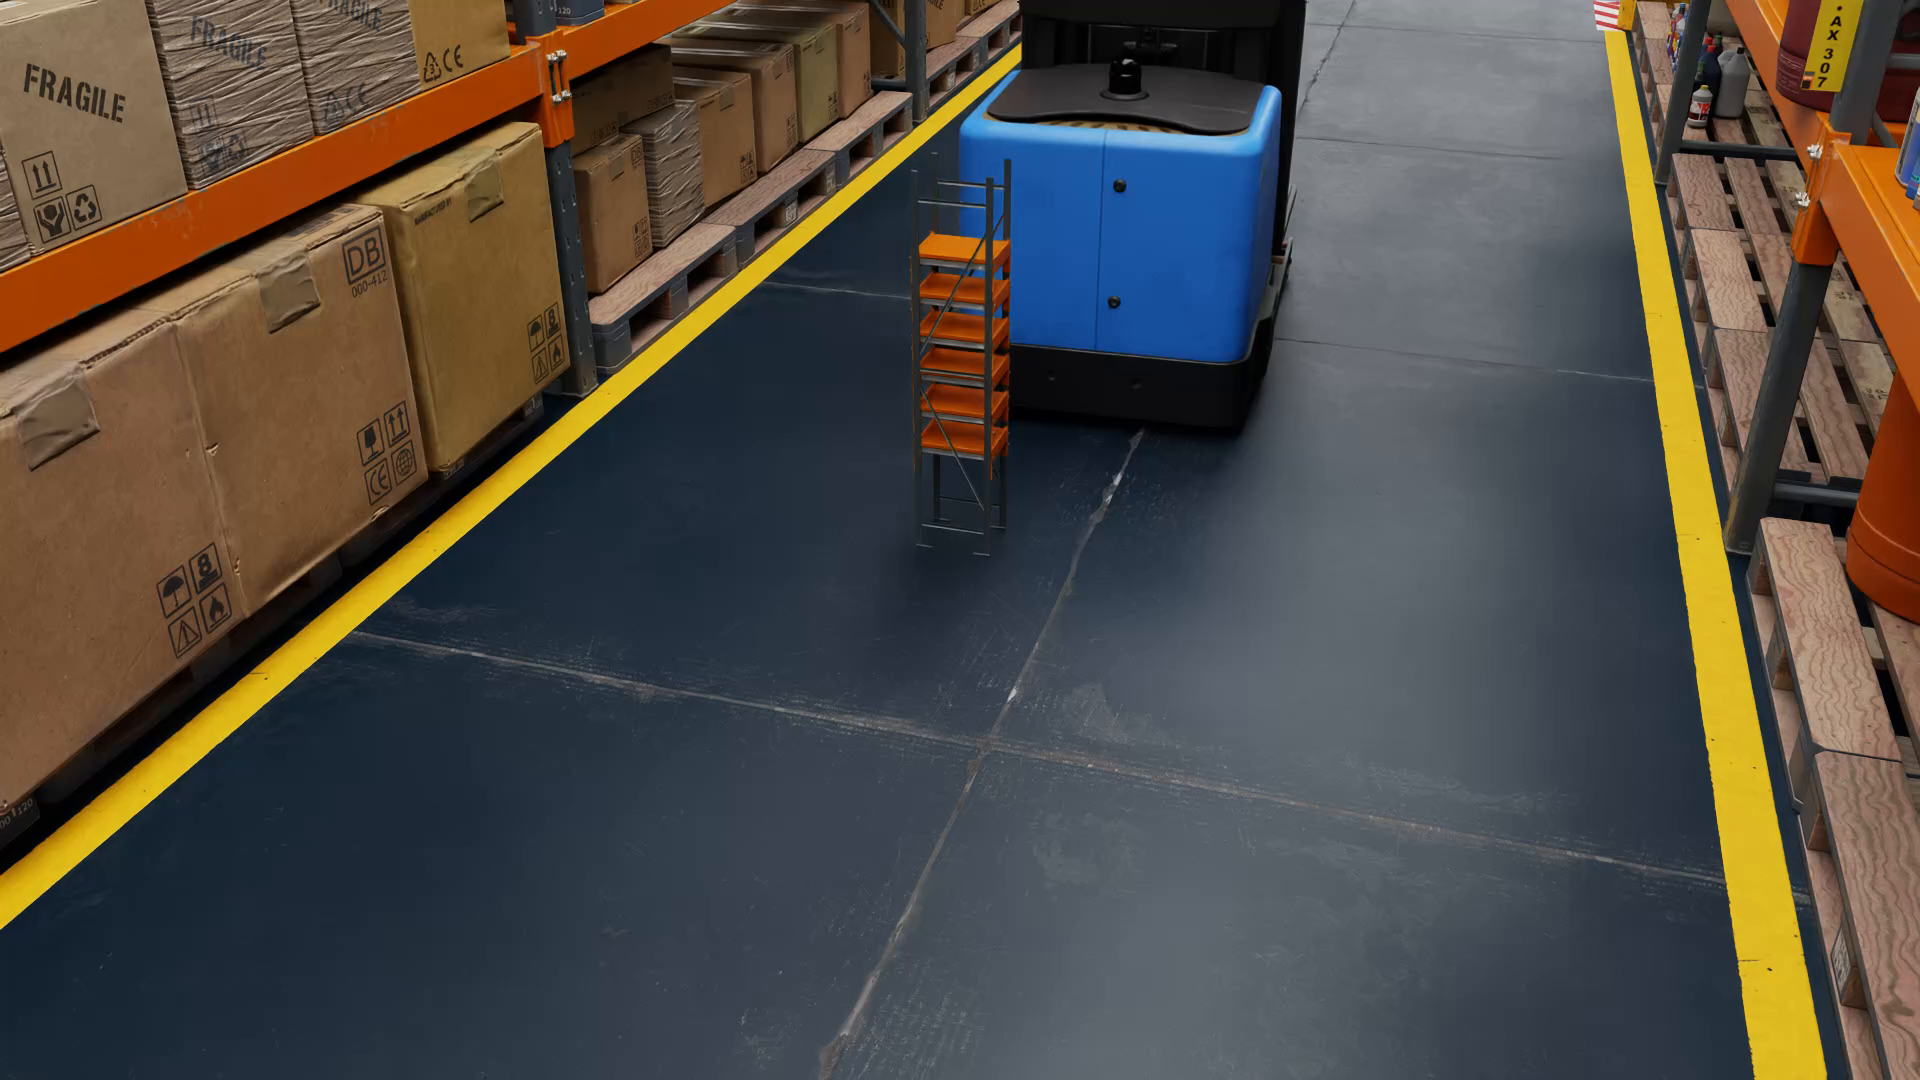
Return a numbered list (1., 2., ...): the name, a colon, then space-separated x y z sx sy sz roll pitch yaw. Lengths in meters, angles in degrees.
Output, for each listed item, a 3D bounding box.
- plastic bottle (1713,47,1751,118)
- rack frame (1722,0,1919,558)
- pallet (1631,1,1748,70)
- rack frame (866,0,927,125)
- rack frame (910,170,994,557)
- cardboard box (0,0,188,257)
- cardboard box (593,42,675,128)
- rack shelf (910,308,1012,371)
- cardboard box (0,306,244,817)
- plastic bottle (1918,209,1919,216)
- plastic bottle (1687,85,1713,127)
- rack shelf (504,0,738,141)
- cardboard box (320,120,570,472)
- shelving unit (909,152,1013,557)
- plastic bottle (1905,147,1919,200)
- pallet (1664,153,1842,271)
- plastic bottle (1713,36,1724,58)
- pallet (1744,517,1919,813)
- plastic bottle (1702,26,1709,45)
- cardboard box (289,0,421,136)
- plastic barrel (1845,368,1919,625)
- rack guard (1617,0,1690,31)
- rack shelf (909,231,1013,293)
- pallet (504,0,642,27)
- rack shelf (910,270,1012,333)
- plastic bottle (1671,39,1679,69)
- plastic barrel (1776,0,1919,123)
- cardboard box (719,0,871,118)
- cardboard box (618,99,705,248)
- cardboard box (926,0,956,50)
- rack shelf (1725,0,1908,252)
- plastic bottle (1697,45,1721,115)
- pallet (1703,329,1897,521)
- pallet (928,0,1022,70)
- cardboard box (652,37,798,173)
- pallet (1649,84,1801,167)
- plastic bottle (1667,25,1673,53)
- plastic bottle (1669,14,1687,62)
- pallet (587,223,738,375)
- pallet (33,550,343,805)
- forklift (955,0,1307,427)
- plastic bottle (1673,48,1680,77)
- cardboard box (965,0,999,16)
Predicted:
1. plastic bottle: 4.100 -2.435 8.815 0.144 0.351 0.185 8 30 15
2. rack frame: 2.874 -1.222 4.361 1.000 3.000 0.127 8 30 15
3. pallet: 5.002 -3.302 10.969 1.003 0.211 1.213 8 30 15
4. rack frame: -0.686 -3.788 8.973 1.000 3.000 0.127 8 30 15
5. rack frame: -0.023 -0.489 4.894 0.240 1.200 0.006 8 30 15
6. cardboard box: -2.220 -0.999 3.857 0.500 0.500 0.500 9 30 16
7. cardboard box: -1.546 -1.920 6.963 0.500 0.250 0.500 12 31 20
8. rack shelf: 0.004 -0.597 4.934 0.258 0.103 0.180 8 30 15
9. cardboard box: -2.604 -0.041 3.991 1.225 0.875 0.875 7 30 13
10. plastic bottle: 2.298 -0.870 3.848 0.061 0.283 0.133 8 30 15
11. plastic bottle: 3.857 -2.263 8.659 0.097 0.201 0.097 0 29 0
12. rack shelf: -1.273 -2.544 7.477 1.077 0.370 4.000 8 30 15
13. cardboard box: -2.083 -0.866 5.475 1.225 0.875 0.875 7 30 13
14. shelving unit: 0.004 -0.531 4.970 0.258 1.200 0.189 8 30 15
15. plastic bottle: 2.378 -0.961 4.024 0.097 0.271 0.097 0 29 0
16. pallet: 3.855 -1.492 7.715 1.003 0.211 1.213 8 30 15
17. plastic bottle: 4.219 -2.663 9.293 0.061 0.283 0.133 8 30 15
18. pallet: 2.683 0.369 4.370 1.003 0.211 1.213 8 30 15
19. plastic bottle: 4.113 -2.695 9.282 0.144 0.351 0.185 8 30 15
20. cardboard box: -1.920 -1.477 4.717 0.500 0.500 0.500 8 30 14
21. plastic barrel: 2.747 -0.227 4.374 0.600 0.830 0.708 8 30 15
22. rack guard: 5.245 -3.805 11.577 1.175 0.500 0.348 8 30 15
23. rack shelf: 0.004 -0.807 4.817 0.258 0.103 0.180 8 30 15
24. pallet: -1.753 -2.191 6.301 1.213 0.211 1.003 8 30 15
25. rack shelf: 0.004 -0.702 4.875 0.258 0.103 0.180 8 30 15
26. plastic bottle: 4.233 -2.859 9.730 0.097 0.201 0.097 0 29 0
27. plastic barrel: 2.721 -1.540 4.794 0.600 0.536 0.708 8 30 15
28. cardboard box: -0.887 -2.605 8.967 0.700 0.500 0.500 6 30 11
29. cardboard box: -1.532 -1.603 7.164 0.700 0.500 0.500 6 30 11
30. cardboard box: -0.370 -3.326 10.283 0.500 0.500 0.500 19 34 30
31. rack shelf: 3.461 -1.837 6.207 1.077 0.370 4.000 8 30 15
32. plastic bottle: 3.962 -2.456 8.852 0.144 0.351 0.185 8 30 14
33. pallet: 3.139 -0.358 5.676 1.003 0.211 1.213 8 30 15
34. pallet: -0.167 -3.455 11.244 1.003 0.211 1.213 8 30 15
35. cardboard box: -1.209 -2.126 8.105 0.700 0.500 0.500 6 30 11
36. pallet: 4.285 -2.169 8.931 1.003 0.211 1.213 8 30 15
37. plastic bottle: 4.362 -3.063 10.097 0.097 0.201 0.097 0 29 0
38. plastic bottle: 4.292 -2.982 9.880 0.097 0.271 0.097 0 29 0
39. pallet: -1.630 -1.073 6.962 1.003 0.211 1.213 8 30 15
40. pallet: -2.524 0.210 4.654 1.003 0.211 1.213 8 30 15
41. forklift: 0.843 -2.375 6.504 1.130 2.935 3.031 7 30 12
42. plastic bottle: 4.173 -2.764 9.559 0.097 0.201 0.097 0 29 0
43. cardboard box: -0.056 -3.879 11.277 0.500 0.500 0.500 11 31 20
